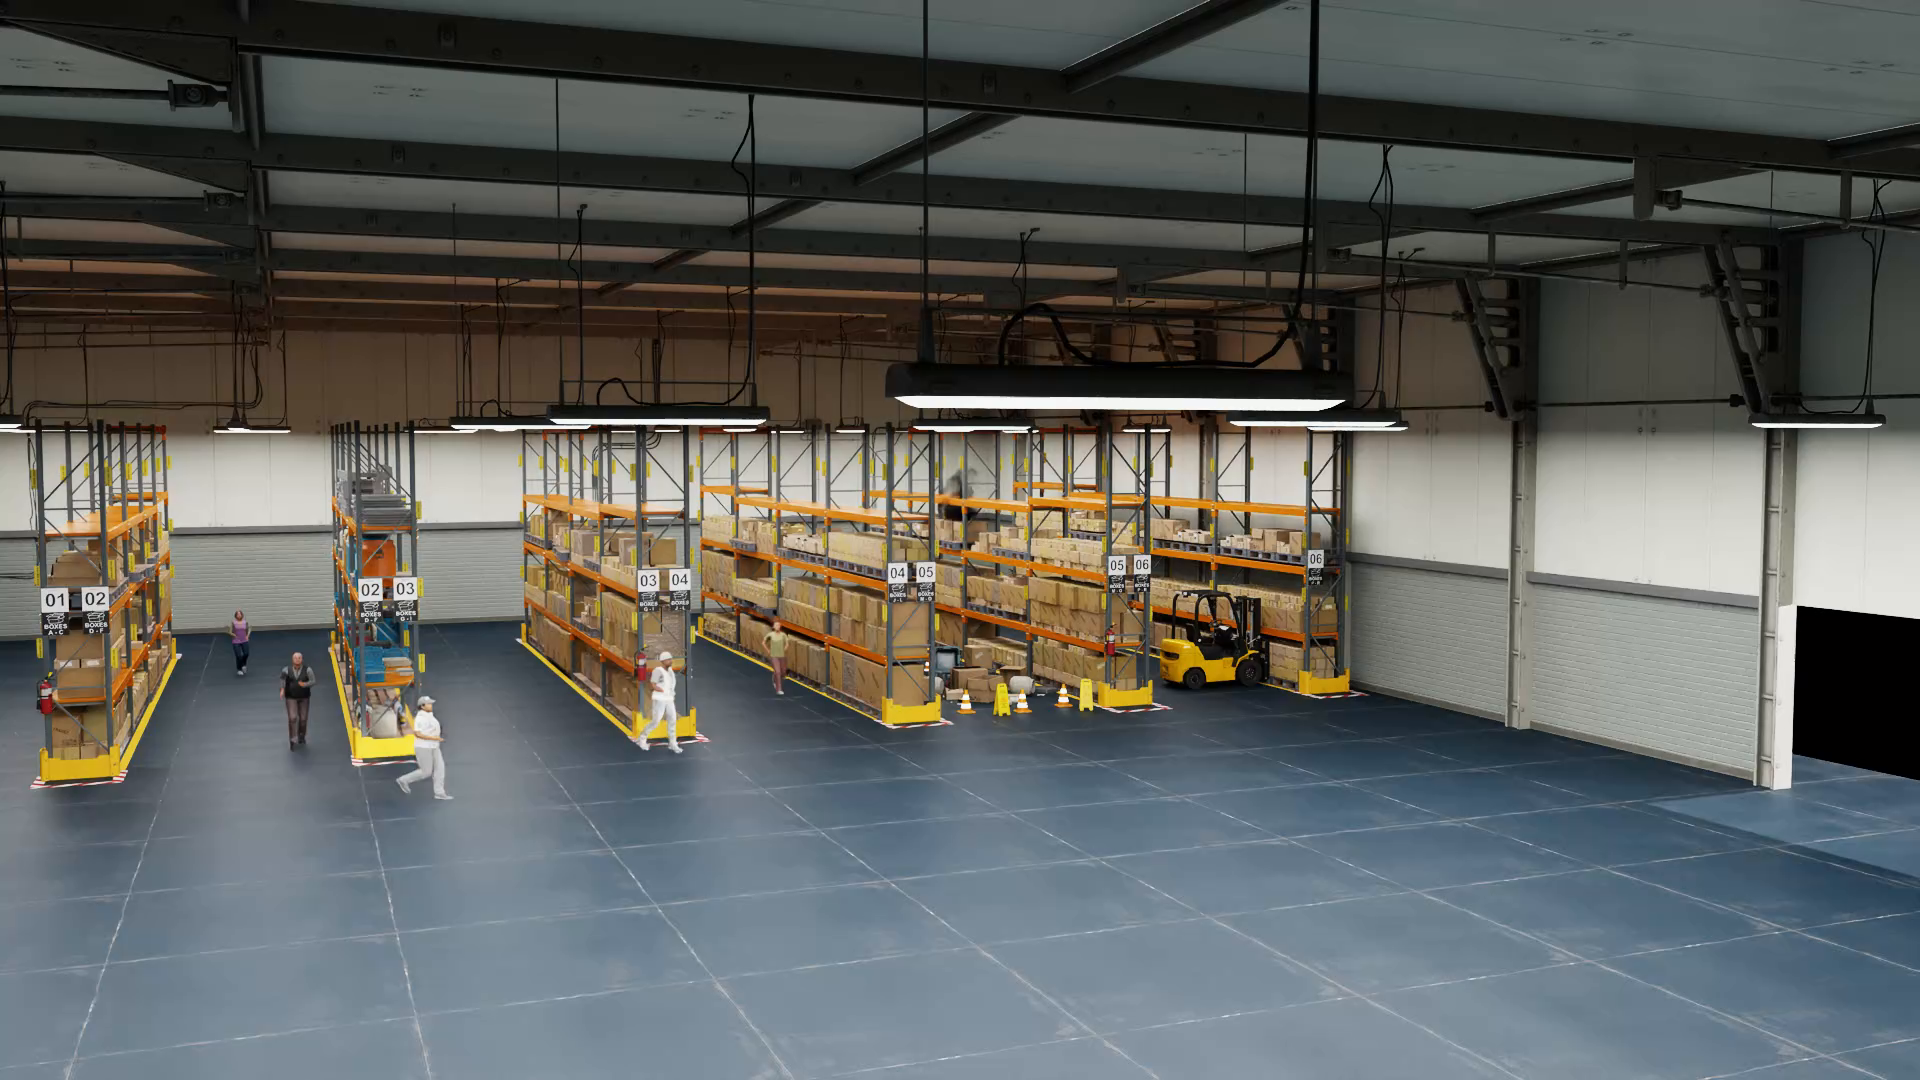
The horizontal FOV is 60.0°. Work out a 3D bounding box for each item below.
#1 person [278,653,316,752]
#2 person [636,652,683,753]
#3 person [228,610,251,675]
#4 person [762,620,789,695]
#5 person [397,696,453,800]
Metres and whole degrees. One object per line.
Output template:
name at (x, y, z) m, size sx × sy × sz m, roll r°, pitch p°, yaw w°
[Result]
person at (-12.146, 2.948, 30.501) m, size 0.629 × 1.774 × 0.769 m, roll -2°, pitch 4°, yaw -26°
person at (-5.394, 2.932, 30.245) m, size 0.875 × 1.796 × 0.734 m, roll 1°, pitch 4°, yaw 20°
person at (-17.172, 2.456, 39.697) m, size 0.518 × 1.558 × 0.548 m, roll -2°, pitch 4°, yaw -31°
person at (-4.075, 2.595, 36.940) m, size 0.589 × 1.635 × 0.802 m, roll -2°, pitch 4°, yaw -25°
person at (-8.396, 3.272, 26.097) m, size 0.849 × 1.659 × 0.607 m, roll 0°, pitch 4°, yaw 1°
